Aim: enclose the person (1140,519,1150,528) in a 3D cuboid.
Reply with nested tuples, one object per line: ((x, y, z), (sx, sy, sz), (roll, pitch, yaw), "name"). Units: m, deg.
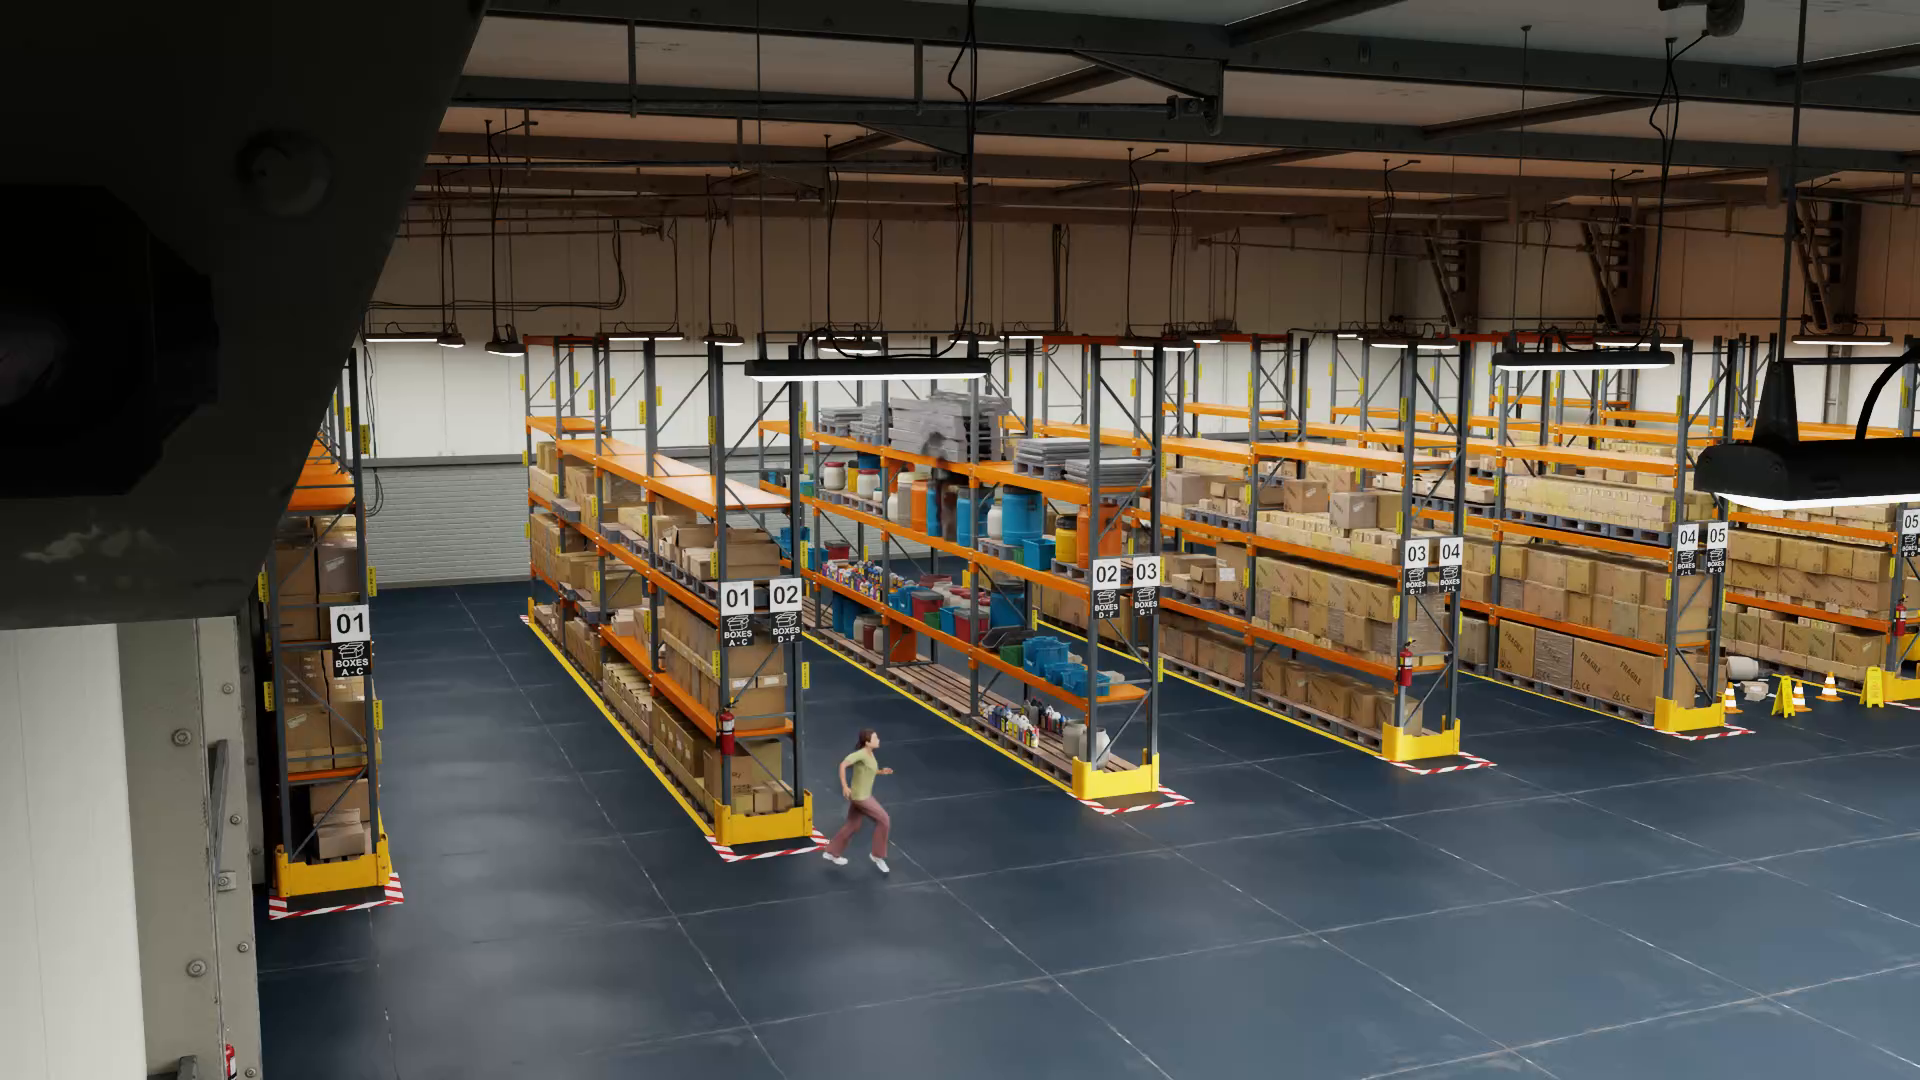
((4.573, 0.004, 41.589), (0.556, 1.622, 0.570), (6, 10, 40), "person")

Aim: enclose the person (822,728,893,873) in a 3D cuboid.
((-1.179, 2.987, 19.075), (0.818, 1.694, 0.599), (1, 8, 5), "person")
